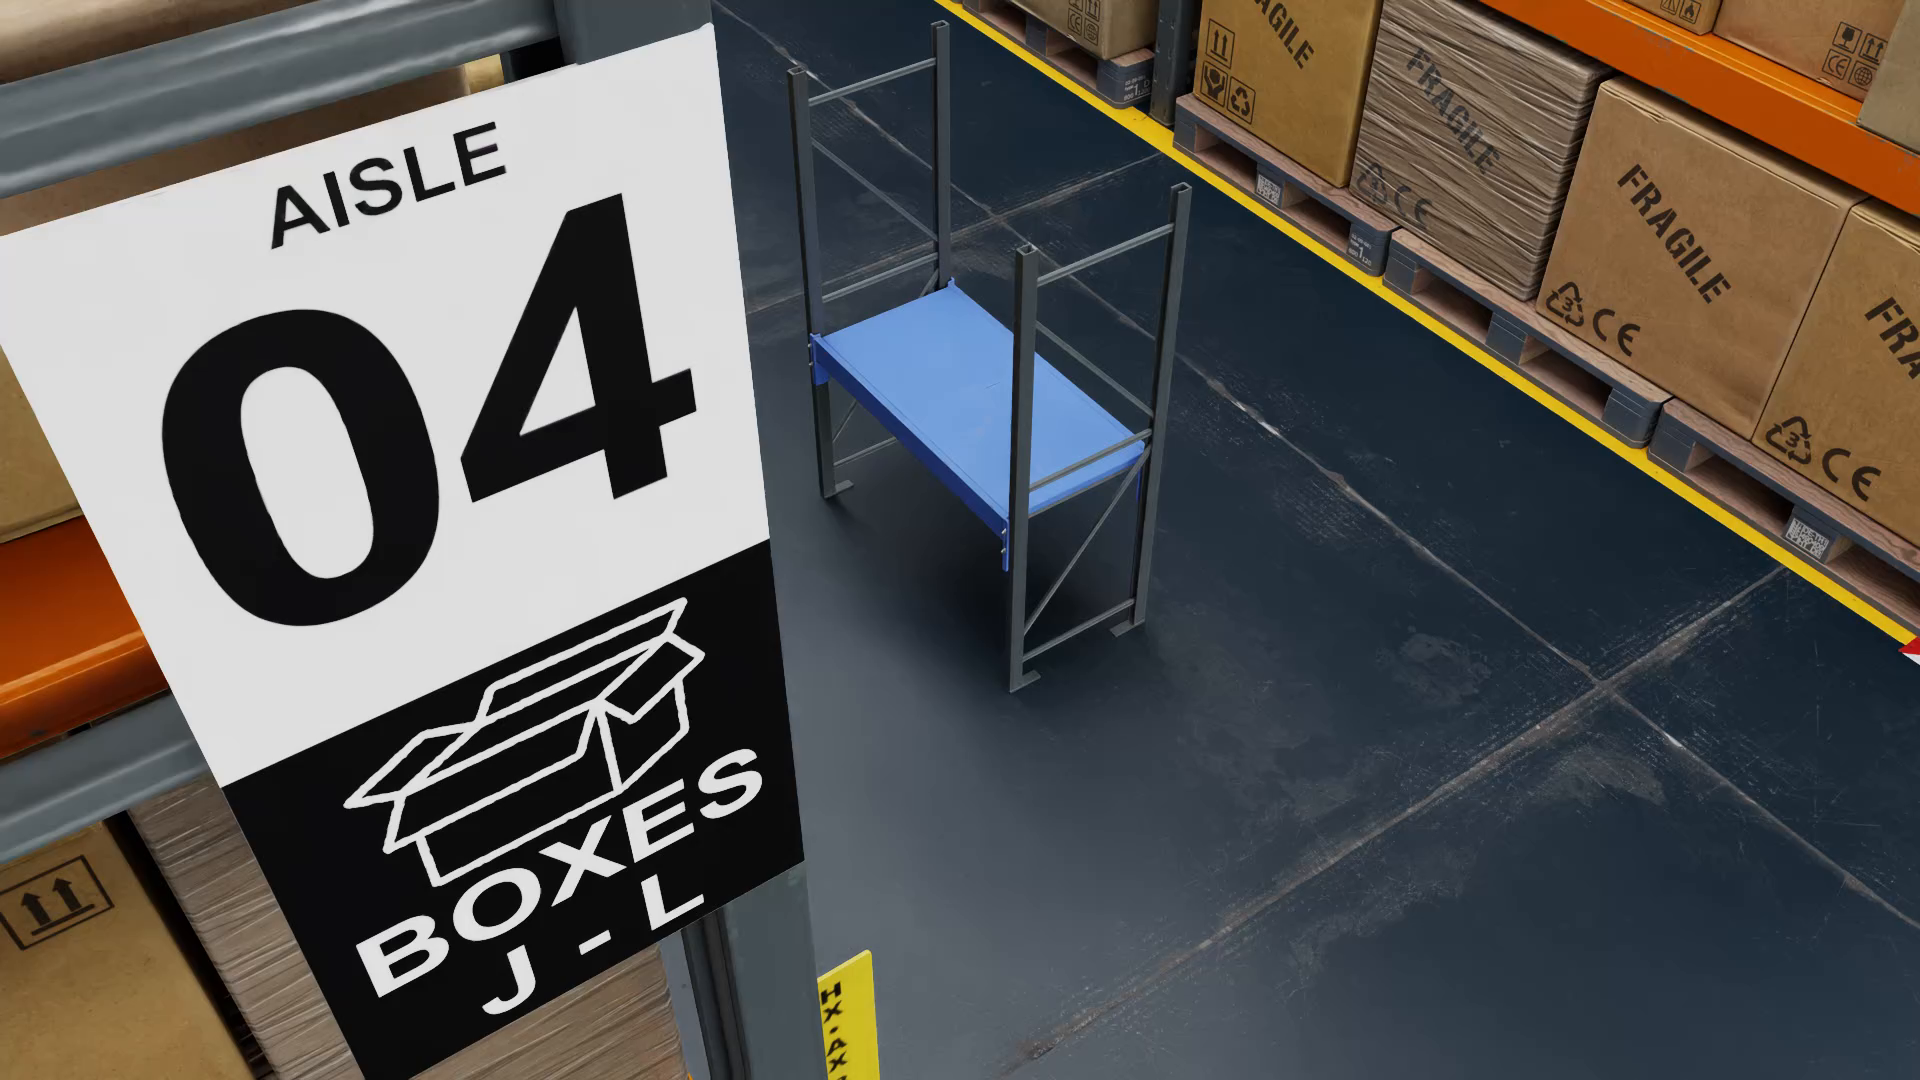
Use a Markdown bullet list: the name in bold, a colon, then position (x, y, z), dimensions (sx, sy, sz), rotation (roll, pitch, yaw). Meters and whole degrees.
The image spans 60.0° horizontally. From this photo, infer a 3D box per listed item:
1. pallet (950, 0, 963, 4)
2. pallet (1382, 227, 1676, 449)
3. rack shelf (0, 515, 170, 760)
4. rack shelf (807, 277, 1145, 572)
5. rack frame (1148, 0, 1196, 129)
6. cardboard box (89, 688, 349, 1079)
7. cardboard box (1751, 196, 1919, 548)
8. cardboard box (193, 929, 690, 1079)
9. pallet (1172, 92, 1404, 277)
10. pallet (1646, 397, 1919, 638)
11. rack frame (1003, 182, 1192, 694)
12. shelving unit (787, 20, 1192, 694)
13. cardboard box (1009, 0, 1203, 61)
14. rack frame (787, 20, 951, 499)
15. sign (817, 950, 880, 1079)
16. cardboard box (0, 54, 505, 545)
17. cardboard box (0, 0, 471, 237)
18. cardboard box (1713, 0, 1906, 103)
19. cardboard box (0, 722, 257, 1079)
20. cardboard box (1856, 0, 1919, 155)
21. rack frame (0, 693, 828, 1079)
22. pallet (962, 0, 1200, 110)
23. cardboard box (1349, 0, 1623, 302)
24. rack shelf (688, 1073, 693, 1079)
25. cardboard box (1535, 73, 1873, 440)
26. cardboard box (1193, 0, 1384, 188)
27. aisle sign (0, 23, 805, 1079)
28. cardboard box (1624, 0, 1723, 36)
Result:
- **pallet**: position (0.051, -3.159, 8.406), dimensions (1.003, 0.211, 1.213), rotation (-26, 49, -24)
- **pallet**: position (2.329, -0.907, 6.047), dimensions (1.003, 0.211, 1.213), rotation (-26, 49, -24)
- **rack shelf**: position (-1.725, -0.859, 2.326), dimensions (1.077, 0.370, 4.000), rotation (-26, 49, -24)
- **rack shelf**: position (0.049, -0.364, 4.806), dimensions (0.538, 0.185, 1.000), rotation (-26, 49, -24)
- **rack frame**: position (1.256, -3.069, 6.292), dimensions (1.000, 3.000, 0.127), rotation (-26, 49, -24)
- **cardboard box**: position (-0.672, 0.174, 1.883), dimensions (0.500, 0.500, 0.500), rotation (-26, 49, -24)
- **cardboard box**: position (3.103, -0.545, 4.883), dimensions (0.875, 0.875, 0.875), rotation (-25, 49, -24)
- **cardboard box**: position (-0.873, 0.633, 2.127), dimensions (0.875, 0.500, 0.500), rotation (-26, 49, -24)
- **pallet**: position (1.627, -1.598, 6.772), dimensions (1.003, 0.211, 1.213), rotation (-26, 49, -24)
- **pallet**: position (3.023, -0.217, 5.324), dimensions (1.003, 0.211, 1.213), rotation (-26, 49, -24)
- **rack frame**: position (0.340, -0.206, 4.380), dimensions (0.500, 1.500, 0.032), rotation (-26, 49, -24)
- **shelving unit**: position (0.049, -0.494, 4.682), dimensions (0.538, 1.500, 1.048), rotation (-26, 49, -24)
- **cardboard box**: position (0.828, -2.723, 7.255), dimensions (1.050, 0.750, 0.750), rotation (-26, 49, -25)
- **rack frame**: position (-0.242, -0.782, 4.983), dimensions (0.500, 1.500, 0.032), rotation (-26, 49, -24)
- **sign**: position (-0.136, 0.571, 1.852), dimensions (0.100, 0.325, 0.005), rotation (-26, 49, -24)
- **cardboard box**: position (-0.645, -0.307, 1.335), dimensions (0.500, 0.250, 0.500), rotation (-24, 49, -23)
- **cardboard box**: position (-0.549, -0.323, 1.064), dimensions (0.380, 0.149, 0.250), rotation (-26, 49, -25)
- **cardboard box**: position (2.745, -1.719, 4.770), dimensions (0.875, 0.550, 0.550), rotation (-26, 49, -24)
- **cardboard box**: position (-1.099, 0.380, 1.668), dimensions (0.500, 0.500, 0.500), rotation (-26, 49, -24)
- **cardboard box**: position (2.963, -1.353, 4.386), dimensions (0.875, 0.550, 0.550), rotation (-26, 49, -24)
- **rack frame**: position (-0.581, 1.099, 1.927), dimensions (1.000, 3.000, 0.127), rotation (-26, 49, -24)
- **pallet**: position (0.753, -2.467, 7.682), dimensions (1.003, 0.211, 1.213), rotation (-26, 49, -24)
- **cardboard box**: position (2.078, -1.559, 5.946), dimensions (0.875, 0.875, 0.875), rotation (-25, 49, -24)
- **rack shelf**: position (-1.725, 0.226, 3.362), dimensions (1.077, 0.370, 4.000), rotation (-26, 49, -24)
- **cardboard box**: position (2.598, -1.042, 5.404), dimensions (0.875, 0.875, 0.875), rotation (-26, 50, -25)
- **cardboard box**: position (1.559, -2.068, 6.479), dimensions (0.875, 0.875, 0.875), rotation (-25, 49, -24)
- **aisle sign**: position (-0.300, 0.075, 1.116), dimensions (0.394, 0.787, 0.004), rotation (-26, 49, -24)
- **cardboard box**: position (2.408, -2.003, 5.067), dimensions (0.875, 0.550, 0.500), rotation (-26, 49, -24)
